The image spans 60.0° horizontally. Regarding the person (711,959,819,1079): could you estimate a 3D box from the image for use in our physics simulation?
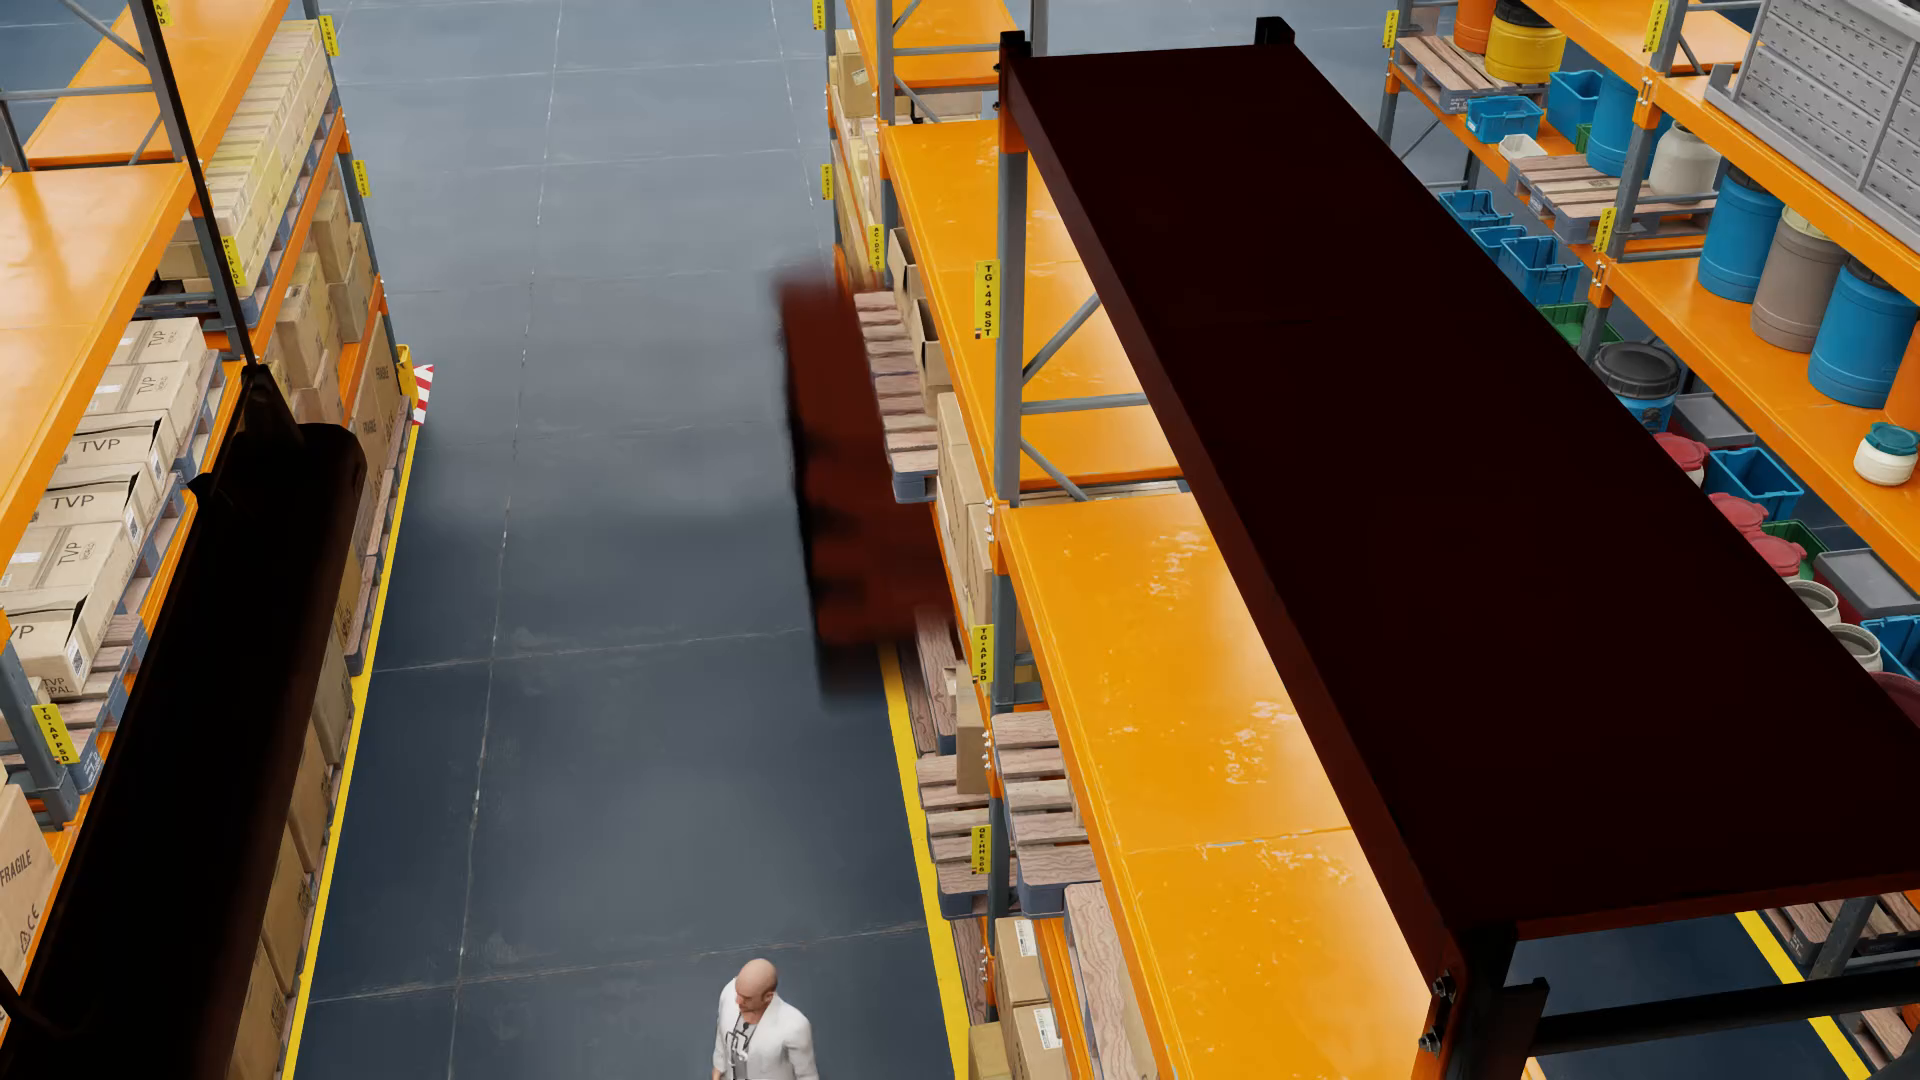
[{"bbox_3d":[-0.999,2.677,8.316,0.767,1.776,0.462,23,42,28],"label":"person"}]
